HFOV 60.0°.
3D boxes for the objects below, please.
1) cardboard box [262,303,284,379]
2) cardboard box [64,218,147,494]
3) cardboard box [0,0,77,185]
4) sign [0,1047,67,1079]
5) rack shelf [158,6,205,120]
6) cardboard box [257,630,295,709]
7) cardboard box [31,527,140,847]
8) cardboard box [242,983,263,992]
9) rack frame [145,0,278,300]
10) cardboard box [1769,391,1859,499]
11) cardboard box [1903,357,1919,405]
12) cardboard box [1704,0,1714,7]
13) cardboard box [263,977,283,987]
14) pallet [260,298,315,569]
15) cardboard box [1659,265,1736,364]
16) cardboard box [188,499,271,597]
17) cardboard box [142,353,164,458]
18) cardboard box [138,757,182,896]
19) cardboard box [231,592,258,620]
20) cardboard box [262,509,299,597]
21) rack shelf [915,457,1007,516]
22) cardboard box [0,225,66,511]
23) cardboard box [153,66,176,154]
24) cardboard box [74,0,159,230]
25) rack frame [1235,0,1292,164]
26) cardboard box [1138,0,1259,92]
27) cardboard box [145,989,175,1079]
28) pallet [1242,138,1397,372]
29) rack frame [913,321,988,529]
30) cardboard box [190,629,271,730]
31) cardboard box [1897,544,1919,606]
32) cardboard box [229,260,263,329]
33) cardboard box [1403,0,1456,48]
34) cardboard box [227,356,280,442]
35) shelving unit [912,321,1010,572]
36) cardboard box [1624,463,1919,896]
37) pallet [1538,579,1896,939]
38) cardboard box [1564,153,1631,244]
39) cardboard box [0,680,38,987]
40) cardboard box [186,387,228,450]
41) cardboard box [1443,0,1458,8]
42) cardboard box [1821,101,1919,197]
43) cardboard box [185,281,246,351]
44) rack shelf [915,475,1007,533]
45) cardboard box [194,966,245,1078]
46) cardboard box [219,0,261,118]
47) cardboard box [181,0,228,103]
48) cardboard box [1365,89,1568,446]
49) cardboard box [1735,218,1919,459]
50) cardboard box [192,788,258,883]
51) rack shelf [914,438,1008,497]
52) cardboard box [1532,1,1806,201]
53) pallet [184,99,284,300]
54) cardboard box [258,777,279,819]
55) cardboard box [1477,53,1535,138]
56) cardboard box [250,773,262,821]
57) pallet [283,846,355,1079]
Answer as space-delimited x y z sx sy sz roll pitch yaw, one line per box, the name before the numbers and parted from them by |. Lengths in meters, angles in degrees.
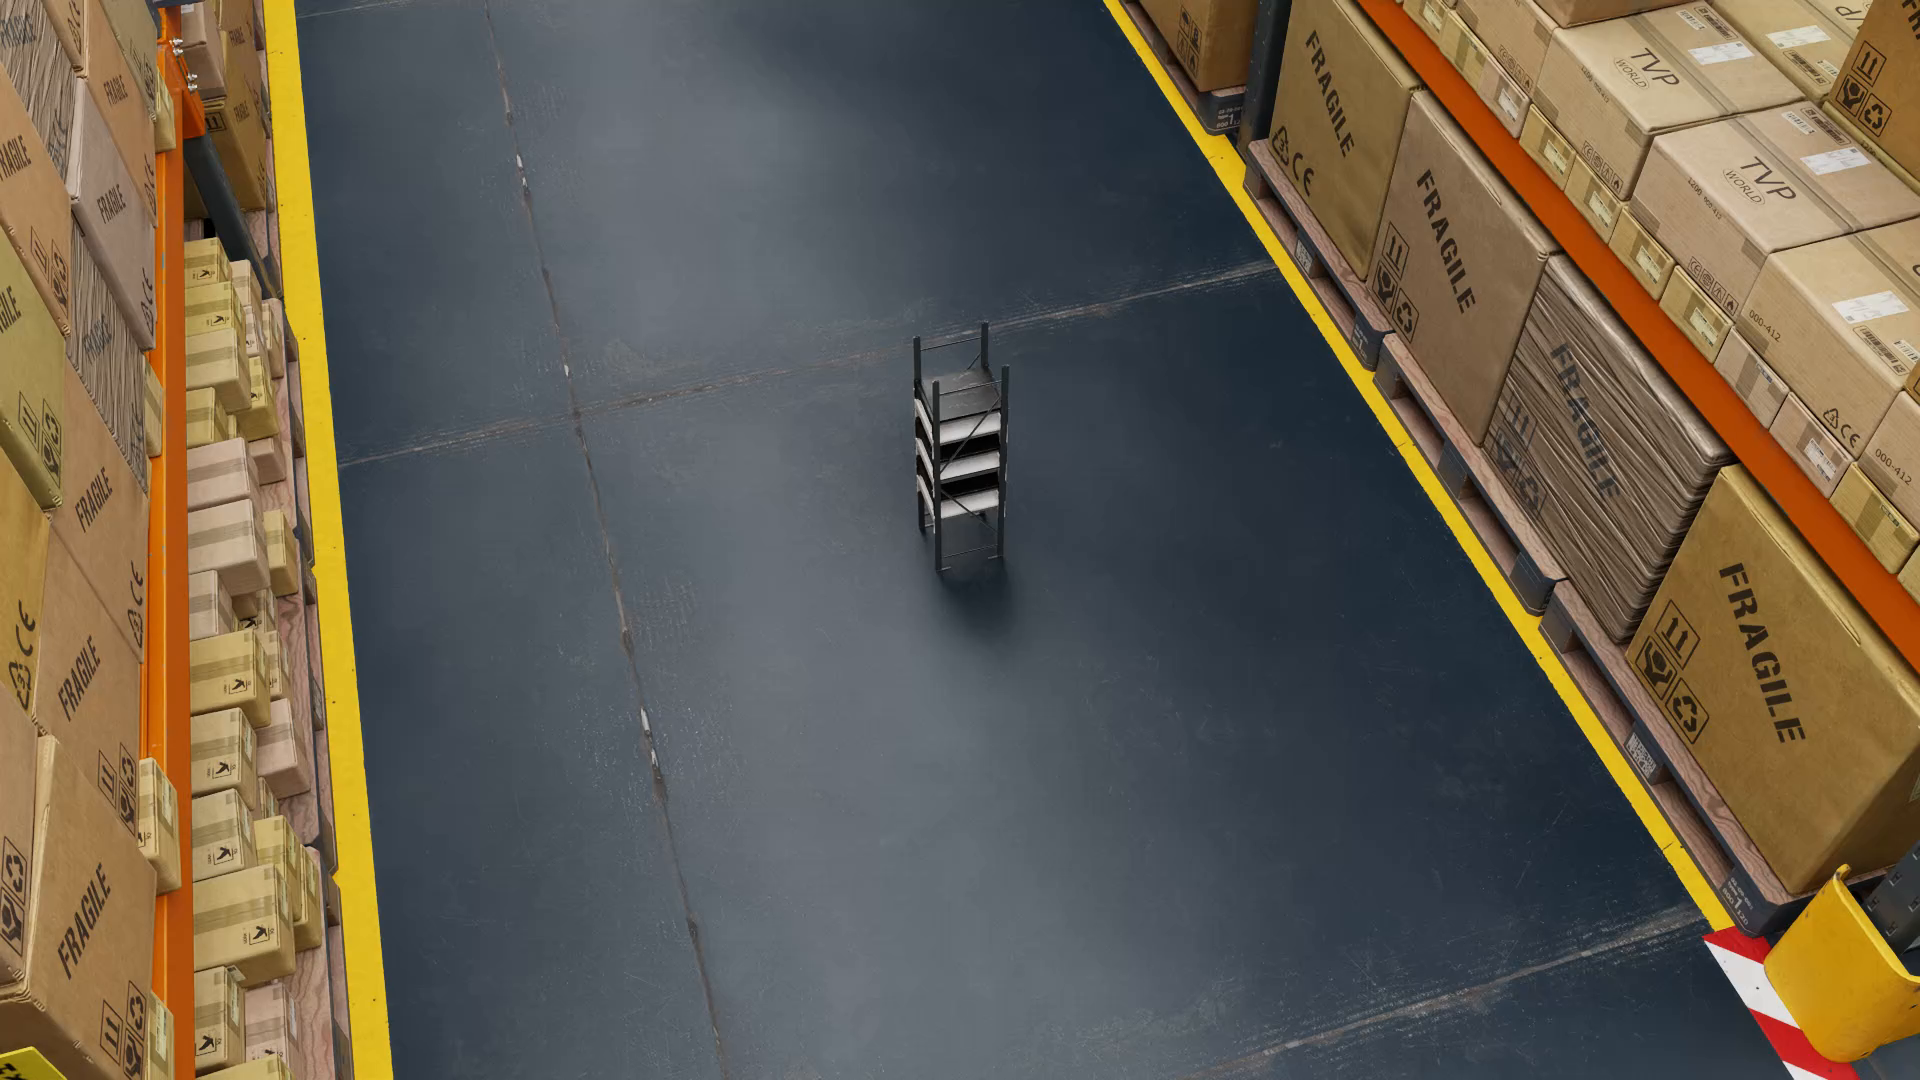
cardboard box | -2.642 -0.680 5.951 0.380 0.149 0.250 -13 51 -11
cardboard box | -2.242 -0.387 3.854 0.500 0.500 0.500 -15 51 -12
cardboard box | -2.390 -1.088 3.791 0.500 0.500 0.500 -12 51 -10
sign | -1.382 0.847 2.508 0.100 0.325 0.005 -13 51 -11
rack shelf | -3.675 -2.902 6.705 1.077 0.370 4.000 -13 51 -11
cardboard box | -2.220 0.450 4.998 0.380 0.149 0.250 -13 51 -11
cardboard box | -1.952 0.345 3.237 0.500 0.500 0.500 -13 51 -11
cardboard box | -1.994 1.124 4.236 0.380 0.149 0.250 -13 51 -11
rack frame | -3.084 -1.673 5.198 1.000 3.000 0.127 -13 51 -11
cardboard box | 2.295 -0.278 4.187 0.380 0.149 0.250 -13 51 -11
cardboard box | 2.472 -0.385 3.526 0.500 0.500 0.500 -13 51 -11
cardboard box | 2.372 -1.755 5.171 0.500 0.250 0.500 -12 51 -10
cardboard box | -1.985 1.225 4.346 0.380 0.149 0.250 -13 51 -11
pallet | -2.851 -0.292 5.858 1.003 0.211 1.213 -13 51 -11
cardboard box | 2.144 -0.649 4.500 0.380 0.149 0.250 -14 51 -12
cardboard box | -2.274 0.056 4.942 0.380 0.149 0.250 -15 51 -12
cardboard box | -2.244 -0.311 4.214 0.380 0.149 0.250 -12 51 -10
cardboard box | -1.827 0.634 3.418 0.380 0.149 0.250 -15 51 -12
cardboard box | -2.364 0.147 5.060 0.380 0.149 0.250 -16 52 -13
cardboard box | -2.336 0.076 5.314 0.380 0.149 0.250 -13 51 -11
rack shelf | 0.002 -0.205 5.495 0.258 0.077 0.200 -13 51 -11
cardboard box | -2.068 -0.342 3.162 0.500 0.500 0.500 -14 51 -12
cardboard box | -2.595 -1.273 5.025 0.380 0.149 0.250 -15 51 -12
cardboard box | -2.518 -1.132 4.483 0.500 0.500 0.500 -15 51 -12
rack frame | 1.684 -2.721 6.082 1.000 3.000 0.127 -13 51 -11
cardboard box | 1.476 -2.634 7.124 1.225 0.875 0.875 -13 51 -11
cardboard box | -1.683 1.019 3.094 0.380 0.149 0.250 -14 51 -11
pallet | 1.835 -1.249 6.665 1.003 0.211 1.213 -13 51 -11
rack frame | -0.028 -0.358 5.464 0.240 0.900 0.006 -13 51 -11
cardboard box | -2.139 0.424 4.631 0.380 0.149 0.250 -13 51 -10
cardboard box | 2.447 0.096 3.871 0.380 0.149 0.250 -12 51 -10
cardboard box | -2.687 -0.827 5.881 0.380 0.149 0.250 -12 51 -10
cardboard box | 1.690 -1.773 5.447 0.380 0.149 0.250 -15 51 -12
cardboard box | -2.499 -0.441 5.555 0.380 0.149 0.250 -15 51 -12
shelving unit | 0.002 -0.284 5.401 0.258 0.900 0.210 -13 51 -11
cardboard box | 2.602 0.301 4.649 0.875 0.875 0.875 -13 51 -11
pallet | 2.556 0.533 5.162 1.003 0.211 1.213 -13 51 -11
cardboard box | 1.996 -1.020 4.813 0.380 0.149 0.250 -12 51 -10
cardboard box | -1.780 0.410 2.528 0.500 0.500 0.500 -14 51 -11
cardboard box | -2.534 -0.315 5.255 0.380 0.149 0.250 -12 51 -10
cardboard box | 1.715 -2.001 5.379 0.500 0.250 0.500 -14 51 -11
cardboard box | 2.678 -1.004 4.538 0.500 0.250 0.500 -15 51 -12
cardboard box | -2.616 -0.702 5.581 0.380 0.149 0.250 -13 51 -11
rack shelf | 0.002 -0.147 5.564 0.258 0.077 0.200 -13 51 -11
cardboard box | -1.928 1.207 3.972 0.380 0.149 0.250 -12 51 -10
cardboard box | -3.207 -1.988 6.824 0.500 0.500 0.500 -11 51 -9
cardboard box | -3.050 -1.844 6.212 0.500 0.250 0.500 -15 52 -13
cardboard box | 2.069 -1.014 5.758 0.875 0.875 0.875 -13 51 -11
cardboard box | 2.321 -0.511 4.123 0.500 0.250 0.500 -14 51 -12
cardboard box | -2.032 0.831 4.288 0.380 0.149 0.250 -16 52 -13
rack shelf | 0.002 -0.263 5.426 0.258 0.077 0.200 -13 51 -11
cardboard box | 2.012 -1.262 4.756 0.500 0.250 0.500 -13 51 -11
pallet | -3.315 -1.342 6.744 1.003 0.211 1.213 -13 51 -11
cardboard box | -2.123 0.848 4.663 0.380 0.149 0.250 -13 51 -11
cardboard box | 1.838 -1.402 5.134 0.380 0.149 0.250 -13 51 -11
cardboard box | -2.136 0.740 4.560 0.380 0.149 0.250 -16 52 -13
pallet | -2.130 1.490 4.355 1.003 0.211 1.213 -13 51 -11
